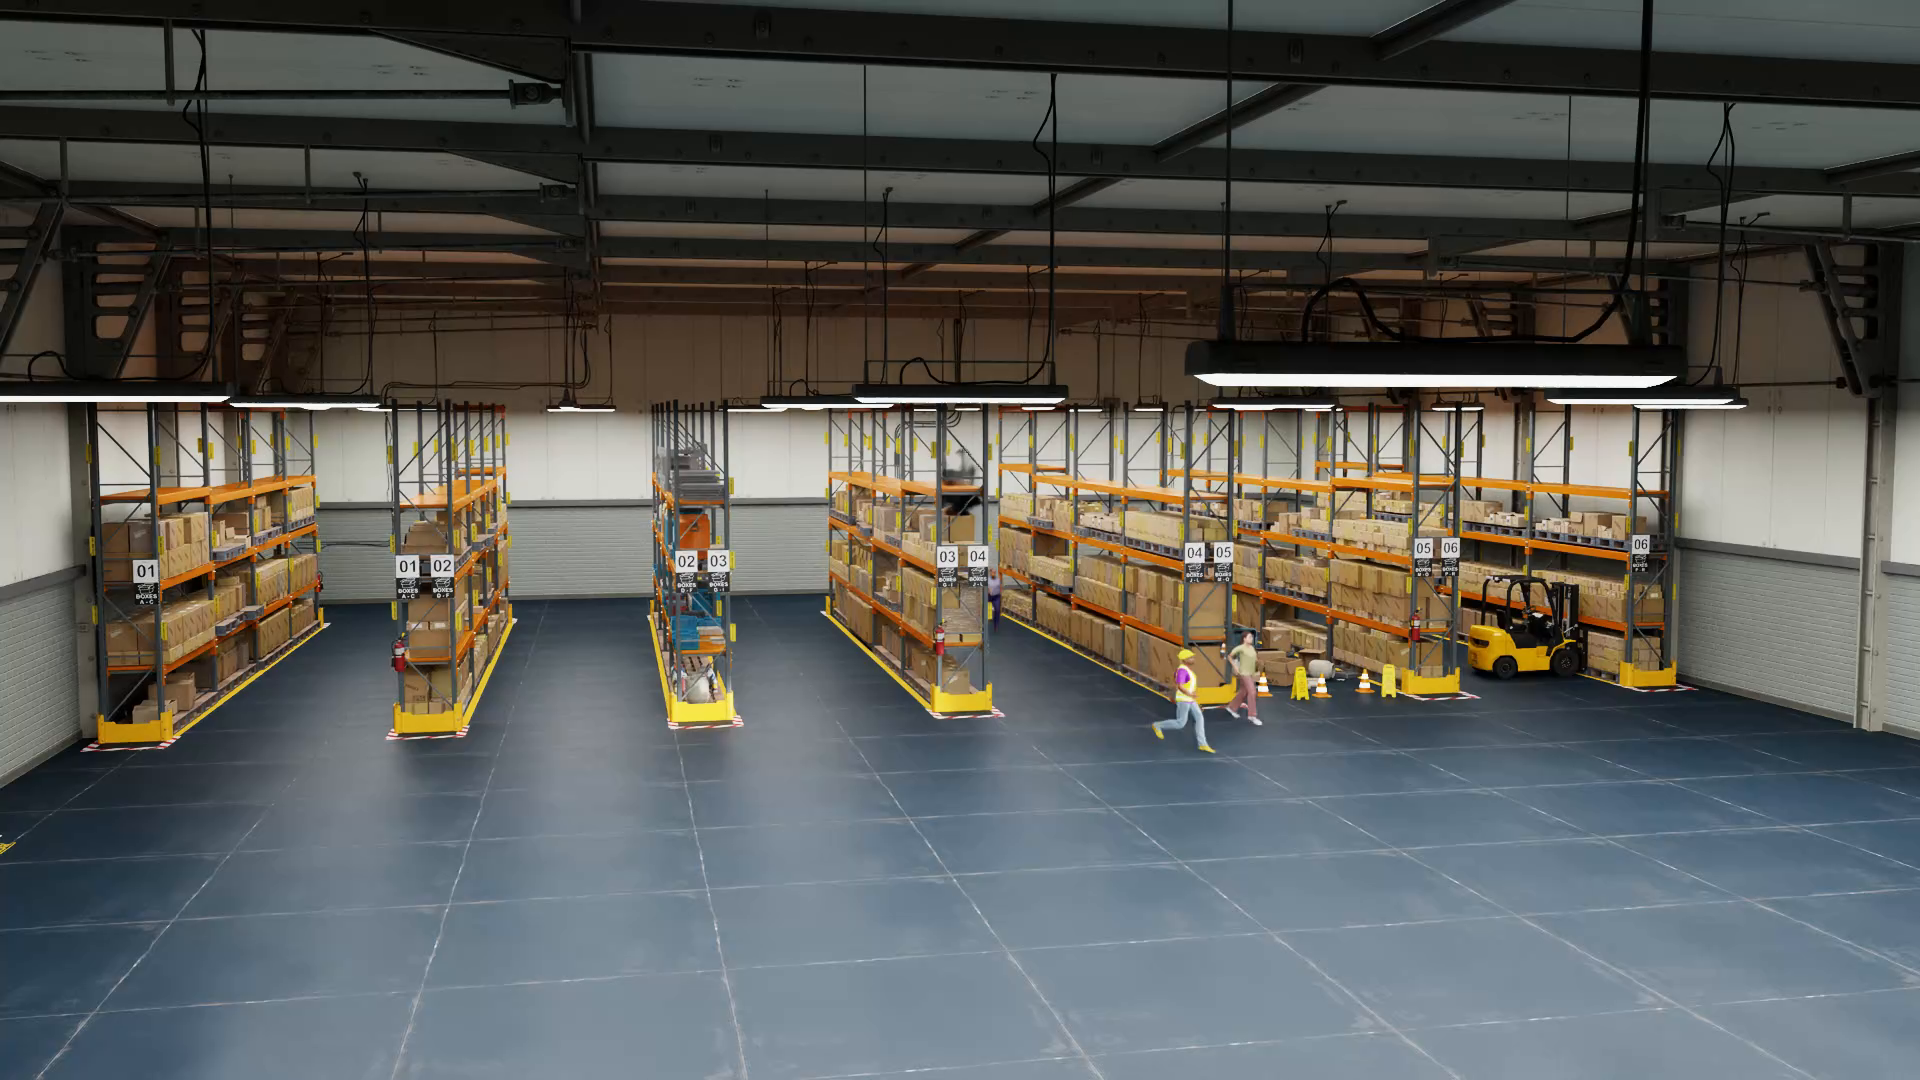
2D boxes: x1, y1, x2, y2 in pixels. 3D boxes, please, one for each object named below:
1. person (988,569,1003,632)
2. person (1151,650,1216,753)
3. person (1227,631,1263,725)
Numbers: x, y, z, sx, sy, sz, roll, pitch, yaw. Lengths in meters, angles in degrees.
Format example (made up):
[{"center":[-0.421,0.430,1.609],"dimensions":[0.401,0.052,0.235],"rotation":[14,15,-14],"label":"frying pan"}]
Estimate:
[{"center":[0.869,1.586,44.241],"dimensions":[0.622,1.665,0.876],"rotation":[-1,4,-15],"label":"person"},{"center":[3.807,2.739,28.277],"dimensions":[1.101,1.757,0.670],"rotation":[2,5,23],"label":"person"},{"center":[5.318,2.542,30.987],"dimensions":[0.830,1.708,0.562],"rotation":[4,6,41],"label":"person"}]
